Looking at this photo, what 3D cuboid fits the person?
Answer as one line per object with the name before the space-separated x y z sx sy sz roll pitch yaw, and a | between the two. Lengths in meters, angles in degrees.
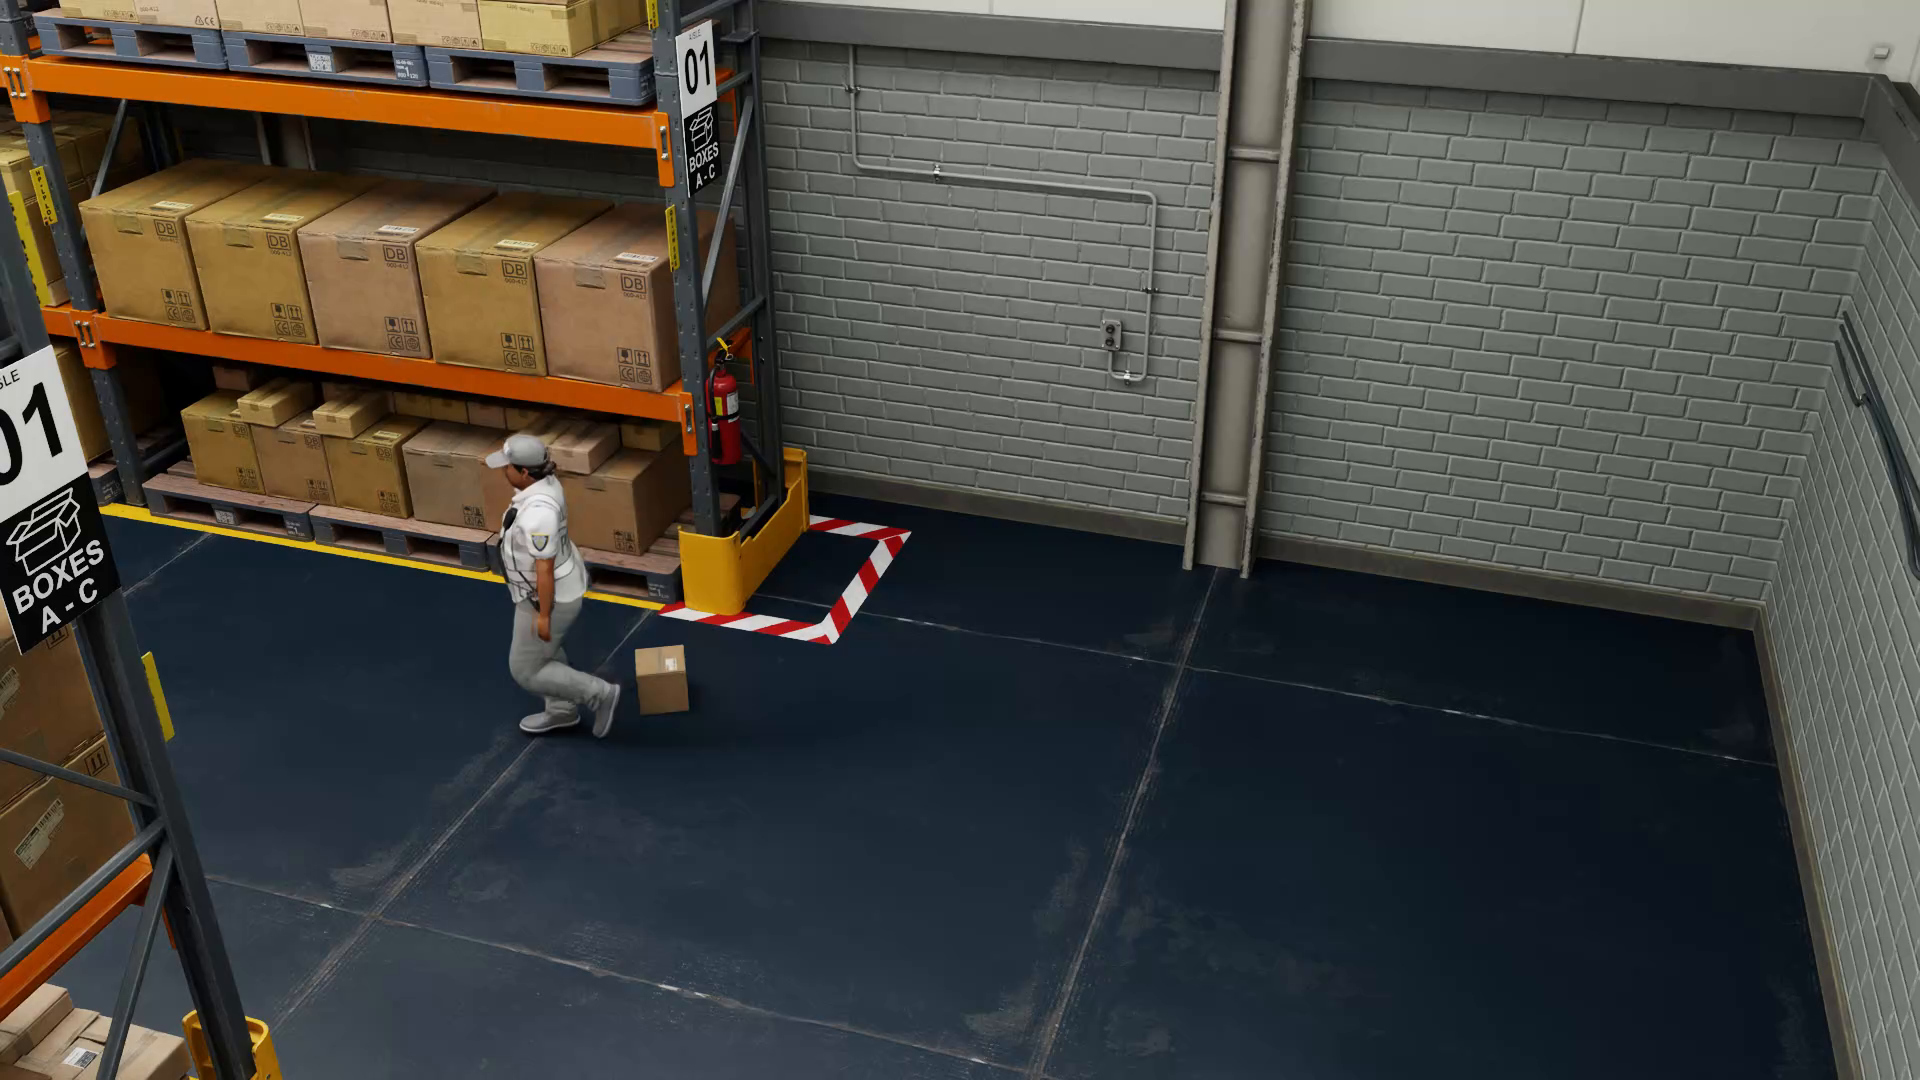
person | -1.958 0.246 8.010 0.523 1.652 0.490 -6 30 -10
